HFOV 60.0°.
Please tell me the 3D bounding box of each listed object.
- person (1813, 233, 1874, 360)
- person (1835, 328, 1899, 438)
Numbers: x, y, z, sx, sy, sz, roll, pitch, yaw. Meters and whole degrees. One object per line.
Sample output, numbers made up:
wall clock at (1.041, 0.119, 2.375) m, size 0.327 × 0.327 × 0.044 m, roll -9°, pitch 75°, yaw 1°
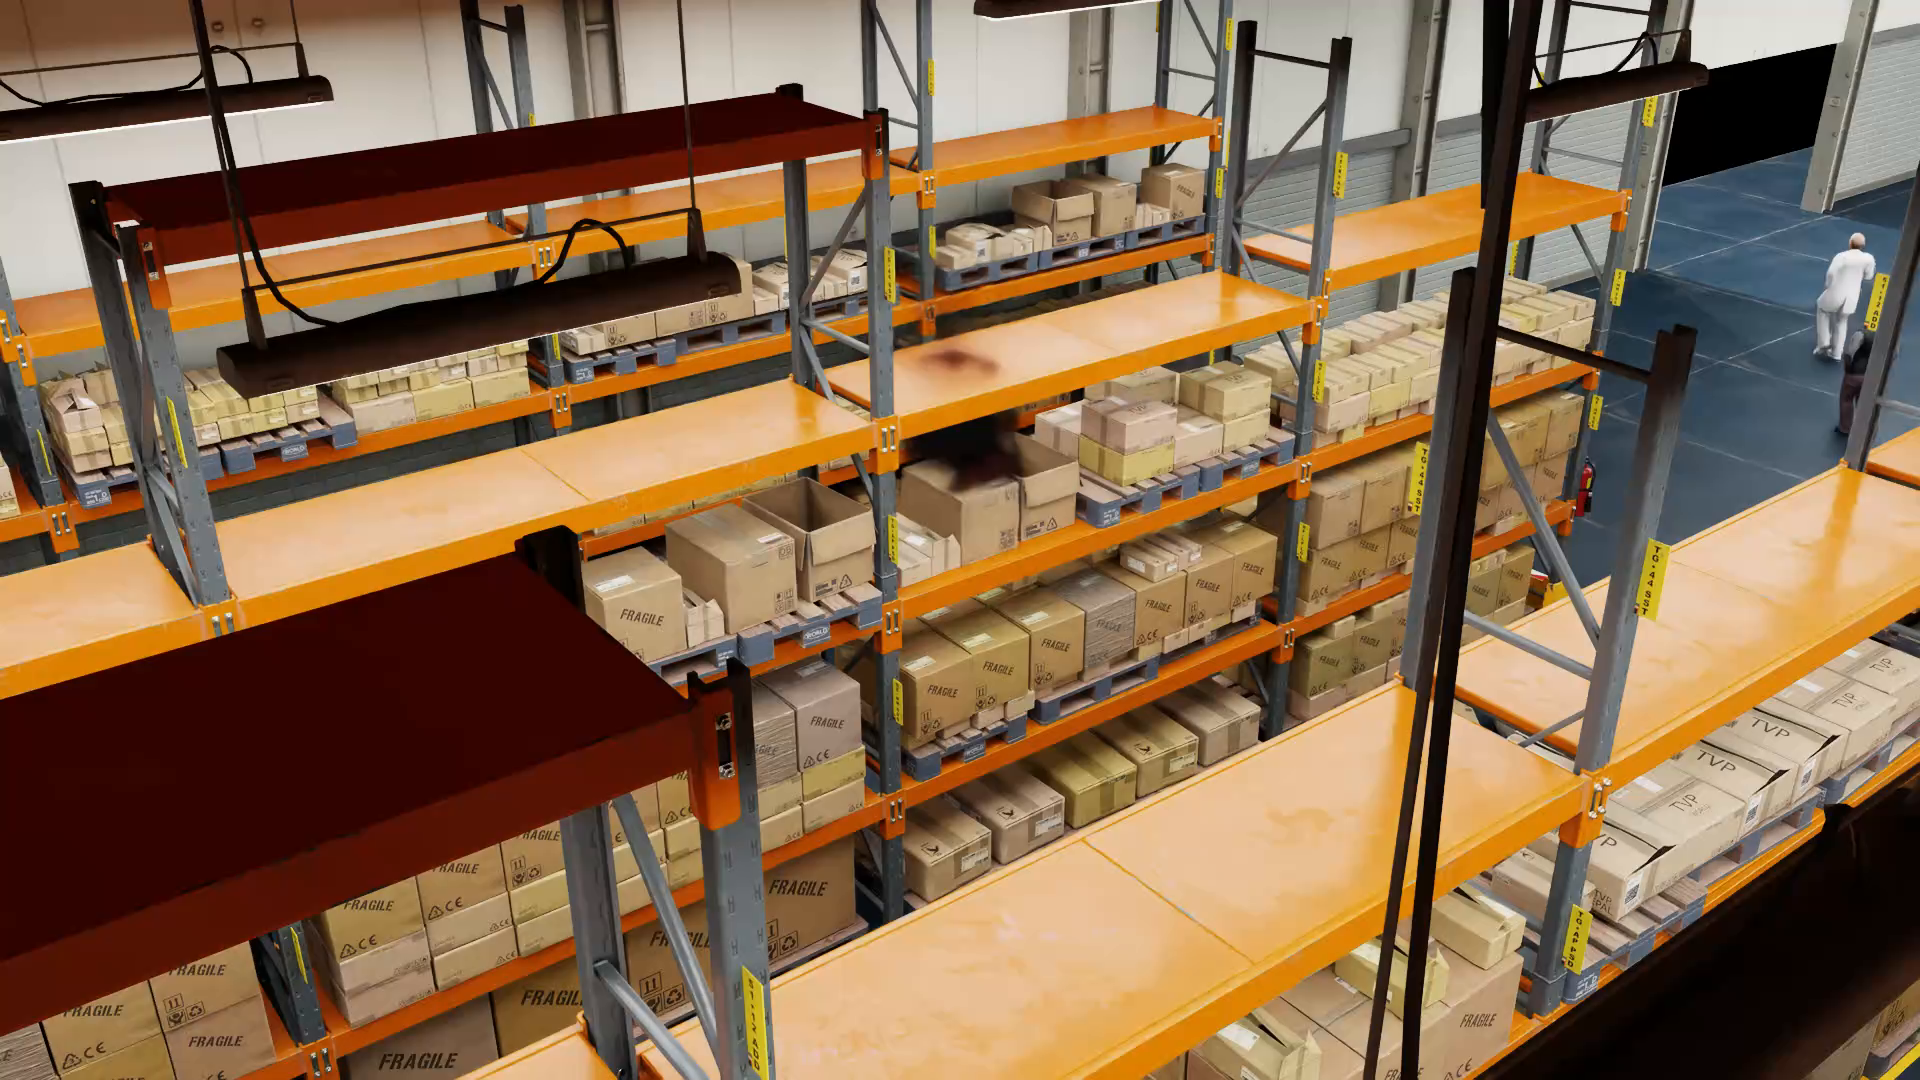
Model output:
person at (12.180, -3.373, 23.007) m, size 0.688 × 1.814 × 0.755 m, roll 4°, pitch 26°, yaw 7°
person at (11.013, -1.997, 20.262) m, size 0.657 × 1.695 × 0.752 m, roll 1°, pitch 26°, yaw 3°
